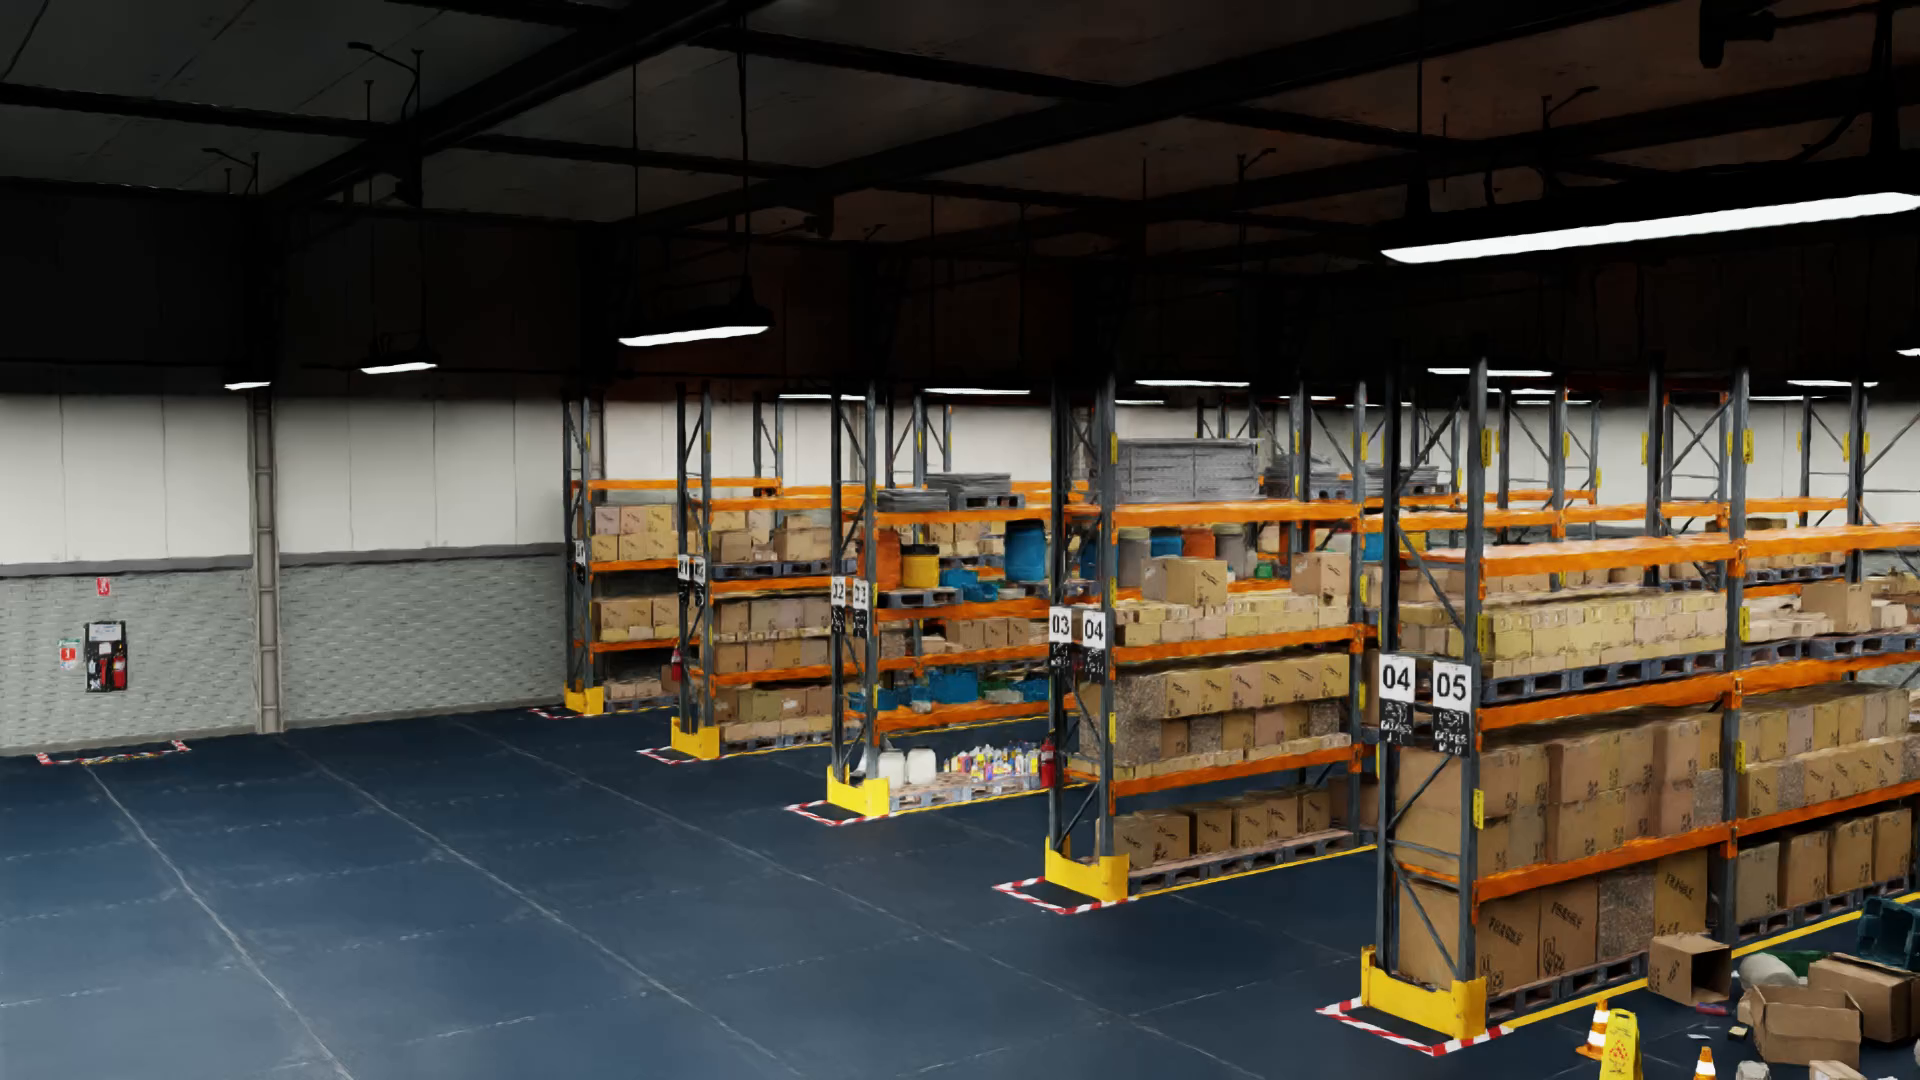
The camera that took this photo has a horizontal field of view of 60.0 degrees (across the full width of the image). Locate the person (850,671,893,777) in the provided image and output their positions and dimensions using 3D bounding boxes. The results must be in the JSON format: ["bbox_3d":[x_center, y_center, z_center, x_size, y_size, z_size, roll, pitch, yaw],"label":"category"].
[{"bbox_3d":[-1.319,2.743,25.154,1.090,1.580,0.496,-3,5,-36],"label":"person"}]
